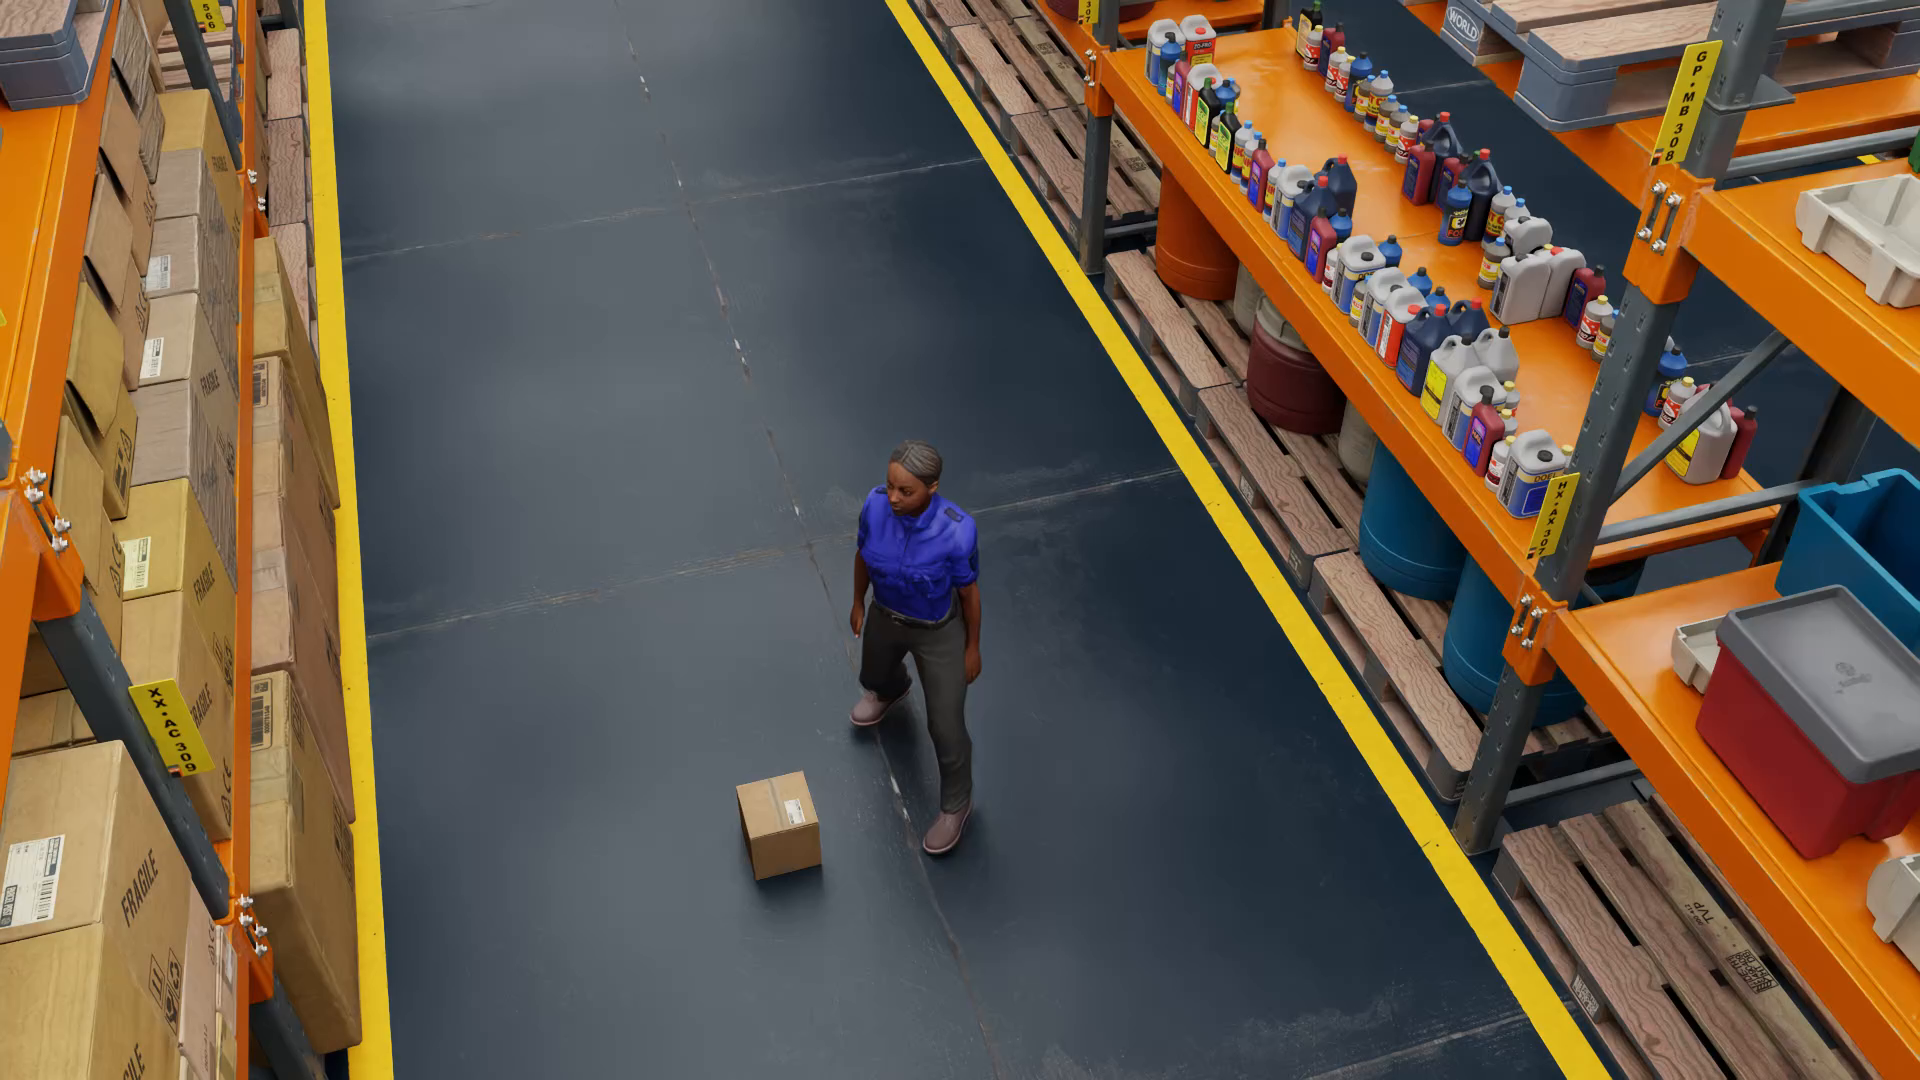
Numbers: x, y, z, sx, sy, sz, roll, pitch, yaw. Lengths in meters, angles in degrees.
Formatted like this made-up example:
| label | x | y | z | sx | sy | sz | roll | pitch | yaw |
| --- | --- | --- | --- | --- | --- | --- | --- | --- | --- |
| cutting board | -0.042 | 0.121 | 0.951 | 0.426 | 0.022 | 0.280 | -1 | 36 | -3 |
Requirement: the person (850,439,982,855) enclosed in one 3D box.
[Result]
| label | x | y | z | sx | sy | sz | roll | pitch | yaw |
| --- | --- | --- | --- | --- | --- | --- | --- | --- | --- |
| person | -0.190 | 0.278 | 5.846 | 0.639 | 1.636 | 0.681 | 18 | 46 | 19 |
